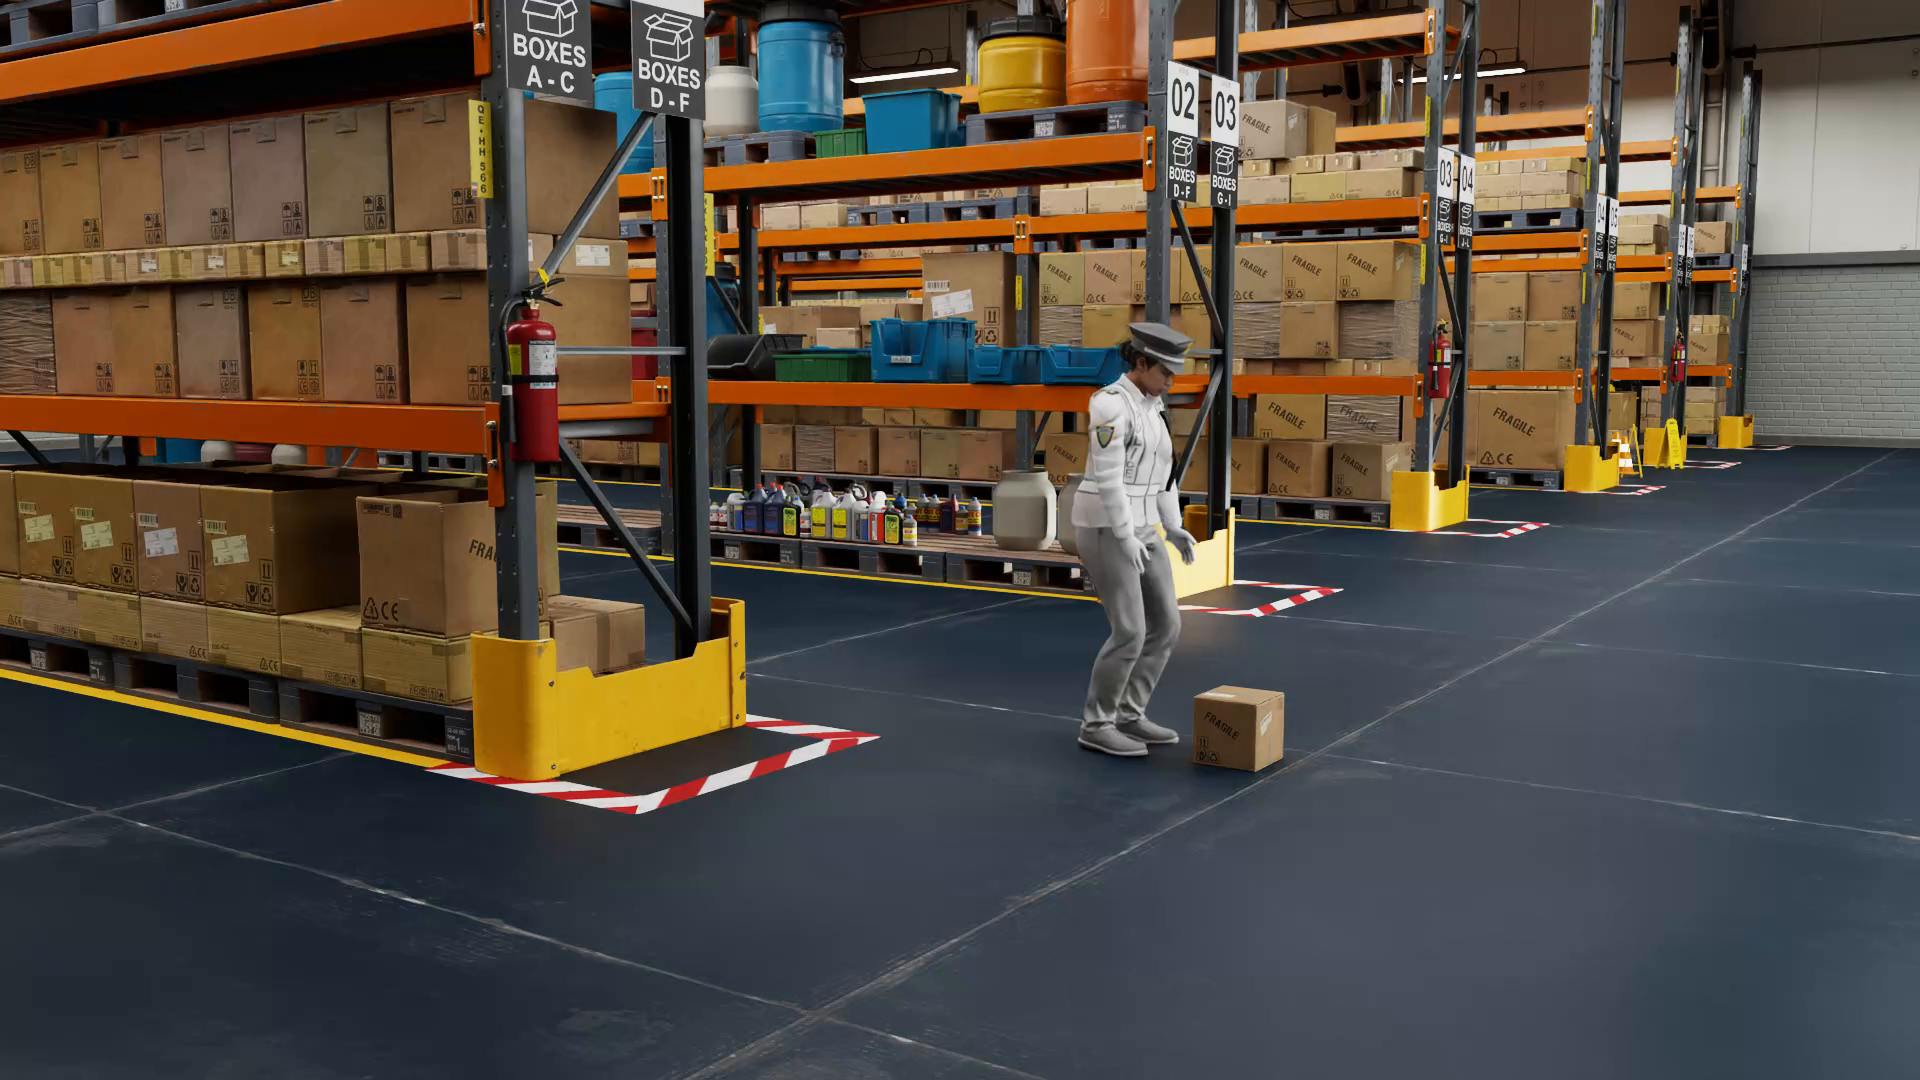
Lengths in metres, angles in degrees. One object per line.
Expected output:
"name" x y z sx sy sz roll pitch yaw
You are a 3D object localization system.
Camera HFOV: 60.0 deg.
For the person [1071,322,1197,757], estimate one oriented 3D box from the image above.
"person" 0.670 -0.011 6.331 0.446 1.626 0.500 5 8 35
